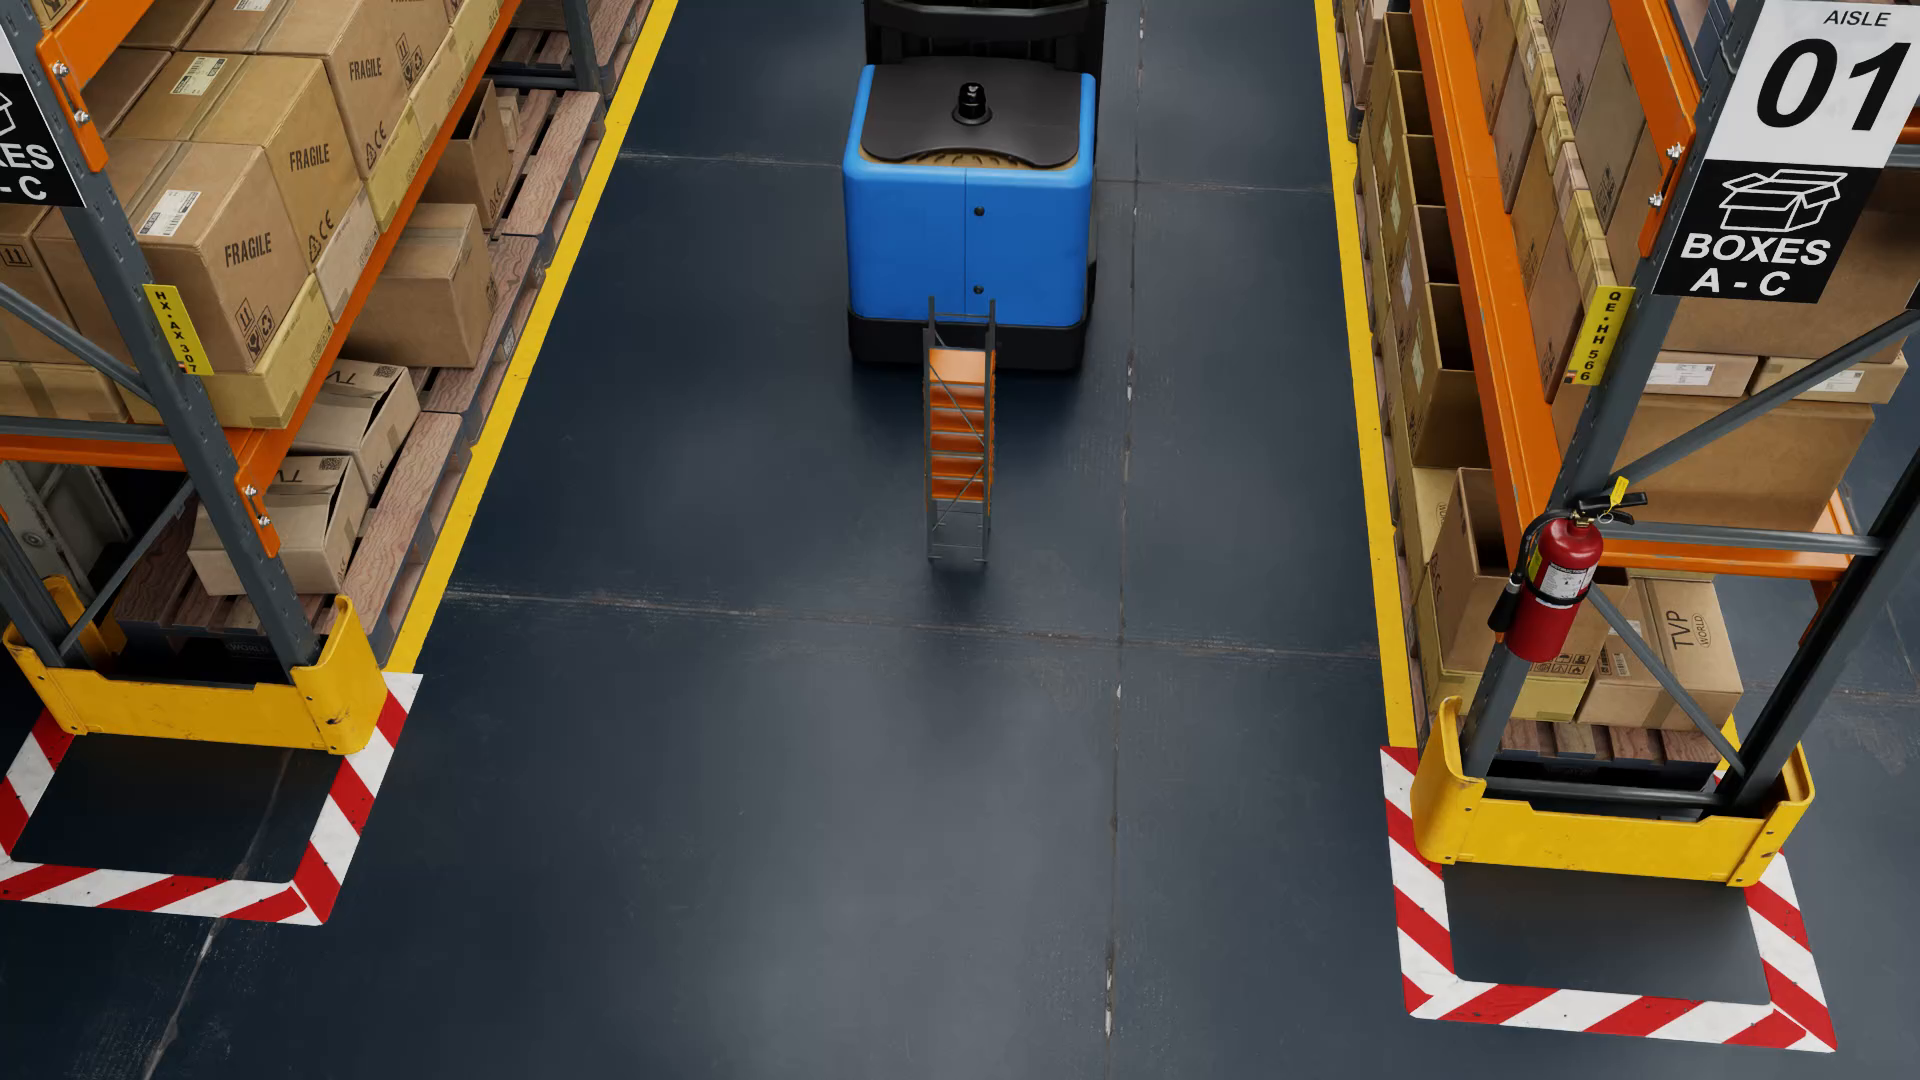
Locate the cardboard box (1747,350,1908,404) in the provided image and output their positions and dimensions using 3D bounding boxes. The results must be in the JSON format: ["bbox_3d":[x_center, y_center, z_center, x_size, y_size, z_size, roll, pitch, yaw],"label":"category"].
[{"bbox_3d":[2.434,-0.531,4.722,0.380,0.149,0.250,4,48,3],"label":"cardboard box"}]

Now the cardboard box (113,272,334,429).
[{"bbox_3d":[-2.389,-0.628,5.406,0.500,0.250,0.500,3,48,2],"label":"cardboard box"}]

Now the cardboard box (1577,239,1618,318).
[{"bbox_3d":[2.052,-0.743,4.916,0.380,0.149,0.250,5,48,5],"label":"cardboard box"}]

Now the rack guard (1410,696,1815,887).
[{"bbox_3d":[2.182,0.857,5.654,1.175,0.500,0.348,4,48,4],"label":"rack guard"}]

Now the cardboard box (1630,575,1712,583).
[{"bbox_3d":[2.496,0.035,6.290,0.500,0.250,0.500,4,48,4],"label":"cardboard box"}]

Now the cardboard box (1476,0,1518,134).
[{"bbox_3d":[2.423,-1.895,6.408,0.700,0.500,0.500,5,48,4],"label":"cardboard box"}]

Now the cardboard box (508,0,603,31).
[{"bbox_3d":[-2.334,-3.121,8.994,0.700,0.500,0.500,5,48,5],"label":"cardboard box"}]

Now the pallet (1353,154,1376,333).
[{"bbox_3d":[2.434,-1.421,7.933,1.003,0.211,1.213,4,48,4],"label":"pallet"}]

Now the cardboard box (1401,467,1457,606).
[{"bbox_3d":[1.972,-0.001,6.323,0.500,0.250,0.500,4,48,4],"label":"cardboard box"}]

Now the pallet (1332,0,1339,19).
[{"bbox_3d":[2.685,-3.446,9.785,1.003,0.211,1.213,4,48,4],"label":"pallet"}]

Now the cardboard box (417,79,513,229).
[{"bbox_3d":[-2.440,-1.814,7.798,0.500,0.500,0.500,1,48,1],"label":"cardboard box"}]

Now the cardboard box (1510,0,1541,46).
[{"bbox_3d":[2.194,-1.874,5.950,0.380,0.149,0.250,4,48,3],"label":"cardboard box"}]

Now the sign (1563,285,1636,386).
[{"bbox_3d":[1.645,-0.522,4.276,0.100,0.325,0.005,4,48,4],"label":"sign"}]

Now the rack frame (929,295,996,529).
[{"bbox_3d":[0.007,-0.462,6.385,0.240,1.200,0.006,4,48,4],"label":"rack frame"}]

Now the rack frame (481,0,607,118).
[{"bbox_3d":[-2.385,-3.274,7.738,1.000,3.000,0.127,4,48,4],"label":"rack frame"}]

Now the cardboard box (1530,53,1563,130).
[{"bbox_3d":[2.146,-1.503,5.610,0.380,0.149,0.250,5,48,5],"label":"cardboard box"}]

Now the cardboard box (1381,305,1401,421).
[{"bbox_3d":[2.063,-0.735,6.995,0.500,0.250,0.500,4,48,4],"label":"cardboard box"}]

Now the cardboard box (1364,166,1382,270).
[{"bbox_3d":[2.154,-1.470,7.667,0.500,0.250,0.500,4,48,4],"label":"cardboard box"}]

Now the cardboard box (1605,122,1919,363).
[{"bbox_3d":[2.244,-0.857,4.580,0.700,0.500,0.500,4,48,4],"label":"cardboard box"}]

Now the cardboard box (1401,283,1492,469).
[{"bbox_3d":[2.013,-0.621,6.382,0.500,0.500,0.500,4,48,4],"label":"cardboard box"}]

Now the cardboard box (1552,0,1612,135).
[{"bbox_3d":[2.332,-1.615,5.273,0.700,0.500,0.500,4,48,4],"label":"cardboard box"}]

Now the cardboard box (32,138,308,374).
[{"bbox_3d":[-2.407,-0.875,5.123,0.500,0.500,0.500,4,48,4],"label":"cardboard box"}]

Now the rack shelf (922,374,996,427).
[{"bbox_3d":[-0.001,-0.526,6.179,0.258,0.103,0.180,4,48,4],"label":"rack shelf"}]

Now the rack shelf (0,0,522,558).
[{"bbox_3d":[-2.567,-1.562,6.659,1.077,0.370,4.000,4,48,4],"label":"rack shelf"}]

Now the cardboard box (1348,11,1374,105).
[{"bbox_3d":[2.298,-2.482,8.592,0.500,0.250,0.500,3,48,3],"label":"cardboard box"}]

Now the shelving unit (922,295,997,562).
[{"bbox_3d":[-0.001,-0.394,6.323,0.258,1.200,0.189,4,48,4],"label":"shelving unit"}]

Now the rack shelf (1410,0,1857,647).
[{"bbox_3d":[2.366,-1.232,6.357,1.077,0.370,4.000,4,48,4],"label":"rack shelf"}]

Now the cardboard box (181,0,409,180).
[{"bbox_3d":[-2.298,-1.617,5.802,0.500,0.500,0.500,2,48,2],"label":"cardboard box"}]

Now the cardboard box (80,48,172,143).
[{"bbox_3d":[-2.862,-1.274,5.488,0.500,0.500,0.500,4,48,4],"label":"cardboard box"}]

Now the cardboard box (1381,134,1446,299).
[{"bbox_3d":[2.103,-1.356,7.054,0.500,0.500,0.500,4,48,4],"label":"cardboard box"}]

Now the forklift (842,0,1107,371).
[{"bbox_3d":[0.131,-2.828,7.376,1.130,2.935,3.031,3,48,3],"label":"forklift"}]

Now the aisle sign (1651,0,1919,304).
[{"bbox_3d":[1.886,-0.854,3.762,0.394,0.787,0.004,4,48,4],"label":"aisle sign"}]

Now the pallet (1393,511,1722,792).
[{"bbox_3d":[2.212,0.372,6.293,1.003,0.211,1.213,4,48,4],"label":"pallet"}]

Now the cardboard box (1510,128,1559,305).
[{"bbox_3d":[2.333,-1.131,5.710,0.700,0.500,0.500,4,48,4],"label":"cardboard box"}]

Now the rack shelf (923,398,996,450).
[{"bbox_3d":[-0.001,-0.445,6.268,0.258,0.103,0.180,4,48,4],"label":"rack shelf"}]

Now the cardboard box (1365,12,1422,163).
[{"bbox_3d":[2.194,-2.091,7.726,0.500,0.500,0.500,4,48,4],"label":"cardboard box"}]

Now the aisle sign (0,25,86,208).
[{"bbox_3d":[-2.457,-1.139,4.024,0.394,0.787,0.004,4,48,4],"label":"aisle sign"}]

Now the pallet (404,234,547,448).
[{"bbox_3d":[-2.519,-0.938,7.491,1.003,0.211,1.213,4,48,4],"label":"pallet"}]

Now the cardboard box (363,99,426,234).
[{"bbox_3d":[-2.303,-1.385,6.098,0.500,0.250,0.500,3,48,3],"label":"cardboard box"}]

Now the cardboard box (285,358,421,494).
[{"bbox_3d":[-2.545,-0.497,6.722,0.500,0.311,0.500,7,48,7],"label":"cardboard box"}]

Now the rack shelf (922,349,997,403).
[{"bbox_3d":[-0.001,-0.607,6.091,0.258,0.103,0.180,4,48,4],"label":"rack shelf"}]

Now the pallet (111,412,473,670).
[{"bbox_3d":[-2.633,-0.044,6.674,1.003,0.211,1.213,4,48,4],"label":"pallet"}]

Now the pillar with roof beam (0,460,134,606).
[{"bbox_3d":[0.740,-2.643,3.095,9.100,9.000,0.400,4,48,4],"label":"pillar with roof beam"}]

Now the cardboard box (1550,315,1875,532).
[{"bbox_3d":[2.239,-0.381,5.024,0.700,0.500,0.500,4,48,4],"label":"cardboard box"}]

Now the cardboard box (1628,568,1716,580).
[{"bbox_3d":[2.498,-0.218,6.013,0.500,0.500,0.500,4,48,4],"label":"cardboard box"}]

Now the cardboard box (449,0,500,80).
[{"bbox_3d":[-2.210,-2.126,6.776,0.500,0.250,0.500,4,48,3],"label":"cardboard box"}]

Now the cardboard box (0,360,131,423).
[{"bbox_3d":[-2.900,-0.648,5.424,0.500,0.250,0.500,4,48,4],"label":"cardboard box"}]

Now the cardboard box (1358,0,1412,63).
[{"bbox_3d":[2.300,-2.664,8.378,0.500,0.311,0.500,4,48,4],"label":"cardboard box"}]

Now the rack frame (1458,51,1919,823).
[{"bbox_3d":[2.184,-0.005,4.747,1.000,3.000,0.127,4,48,4],"label":"rack frame"}]

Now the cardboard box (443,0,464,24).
[{"bbox_3d":[-2.216,-2.379,6.499,0.500,0.500,0.500,3,48,2],"label":"cardboard box"}]

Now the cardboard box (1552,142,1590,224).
[{"bbox_3d":[2.100,-1.116,5.257,0.380,0.149,0.250,4,48,4],"label":"cardboard box"}]
